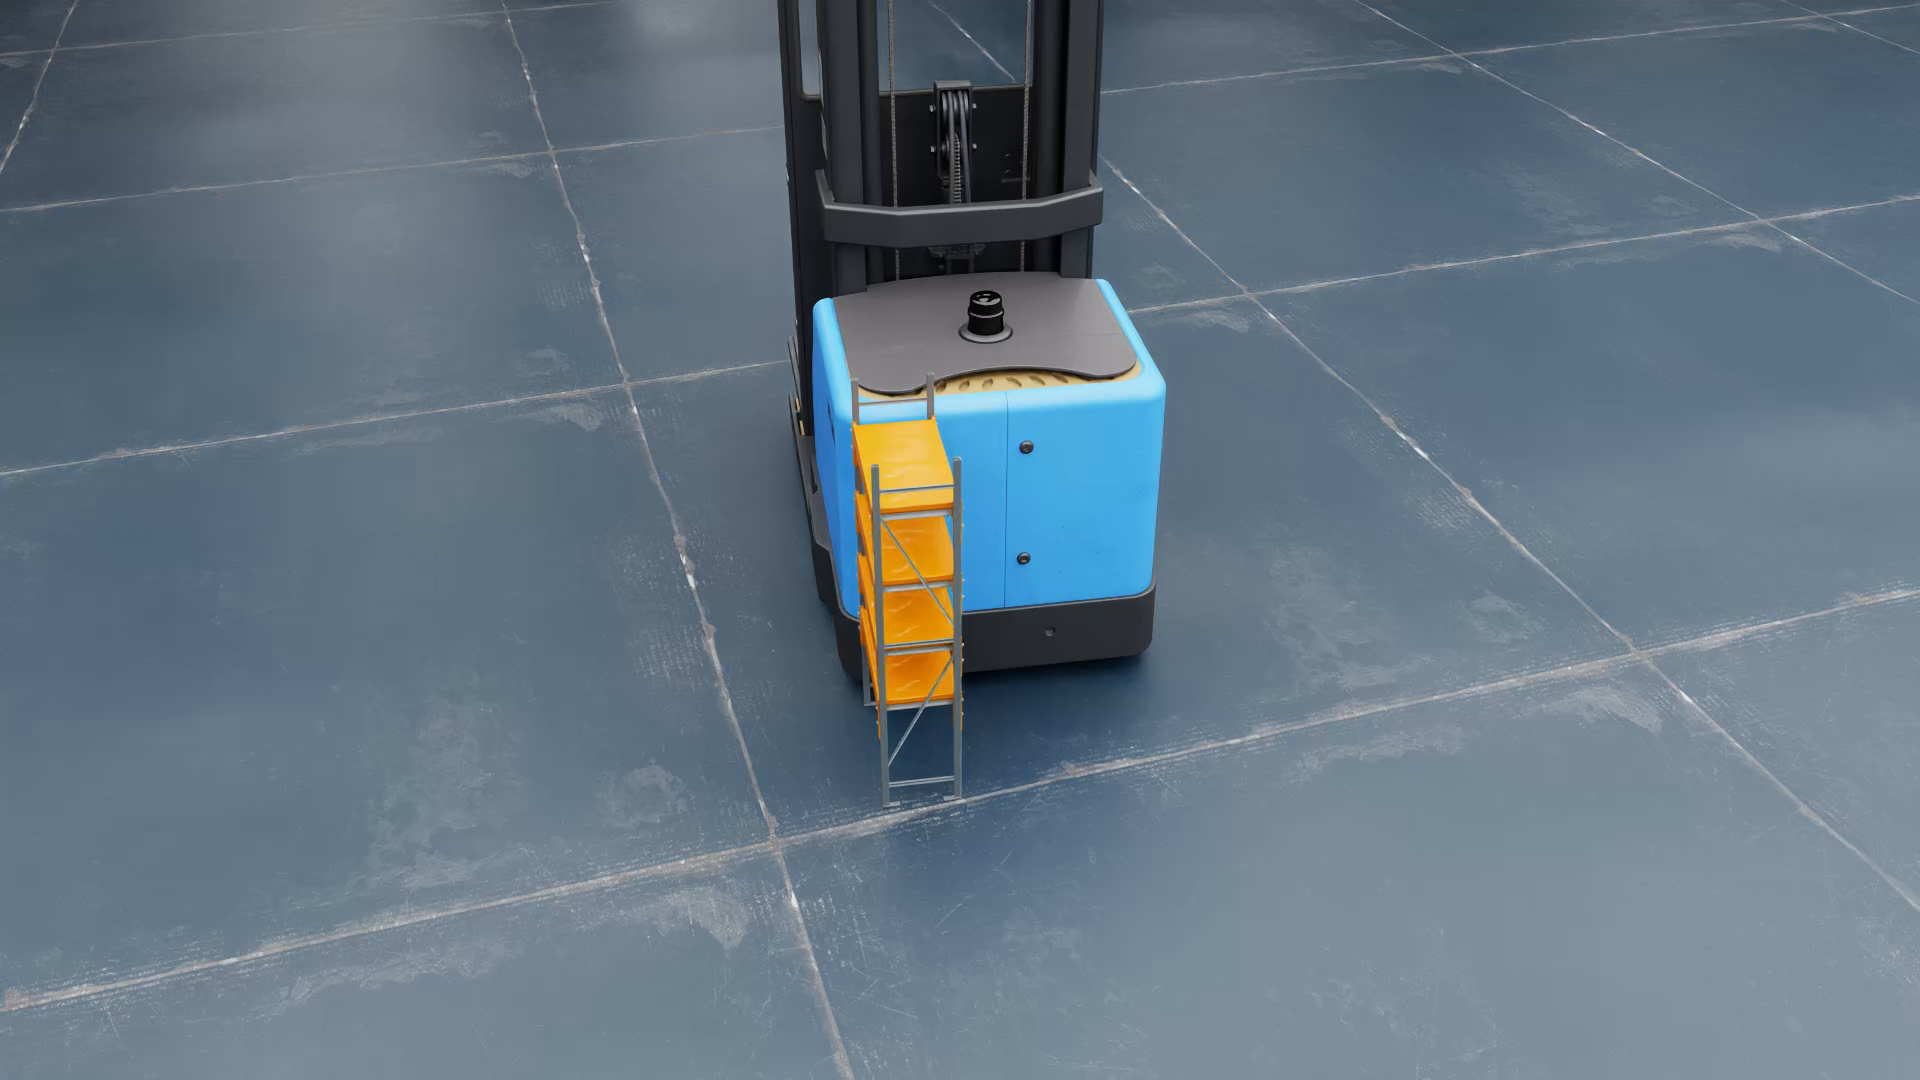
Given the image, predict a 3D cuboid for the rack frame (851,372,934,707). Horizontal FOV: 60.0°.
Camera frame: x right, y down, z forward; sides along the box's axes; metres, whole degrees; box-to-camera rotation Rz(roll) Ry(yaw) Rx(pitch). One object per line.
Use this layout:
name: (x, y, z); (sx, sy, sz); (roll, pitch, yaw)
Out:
rack frame: (-0.195, 0.029, 5.117); (0.240, 1.200, 0.015); (-5, 34, -8)

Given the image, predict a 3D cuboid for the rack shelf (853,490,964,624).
rack shelf: (-0.155, 0.032, 4.830); (0.258, 0.148, 0.480); (-5, 34, -8)

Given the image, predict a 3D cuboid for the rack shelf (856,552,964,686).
rack shelf: (-0.155, 0.218, 4.953); (0.258, 0.148, 0.480); (-5, 34, -8)

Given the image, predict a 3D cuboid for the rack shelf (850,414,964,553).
rack shelf: (-0.155, -0.166, 4.700); (0.258, 0.148, 0.480); (-5, 34, -8)

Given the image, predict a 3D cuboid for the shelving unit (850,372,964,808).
shelving unit: (-0.155, 0.162, 4.916); (0.258, 1.200, 0.503); (-5, 34, -8)

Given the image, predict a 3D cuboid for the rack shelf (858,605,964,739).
rack shelf: (-0.155, 0.384, 5.063); (0.258, 0.148, 0.480); (-5, 34, -8)

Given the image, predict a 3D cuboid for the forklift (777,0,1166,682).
forklift: (-0.101, -1.562, 5.955); (1.130, 2.935, 3.031); (-5, 34, -8)

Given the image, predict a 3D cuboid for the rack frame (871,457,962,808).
rack frame: (-0.116, 0.295, 4.715); (0.240, 1.200, 0.015); (-5, 34, -8)
